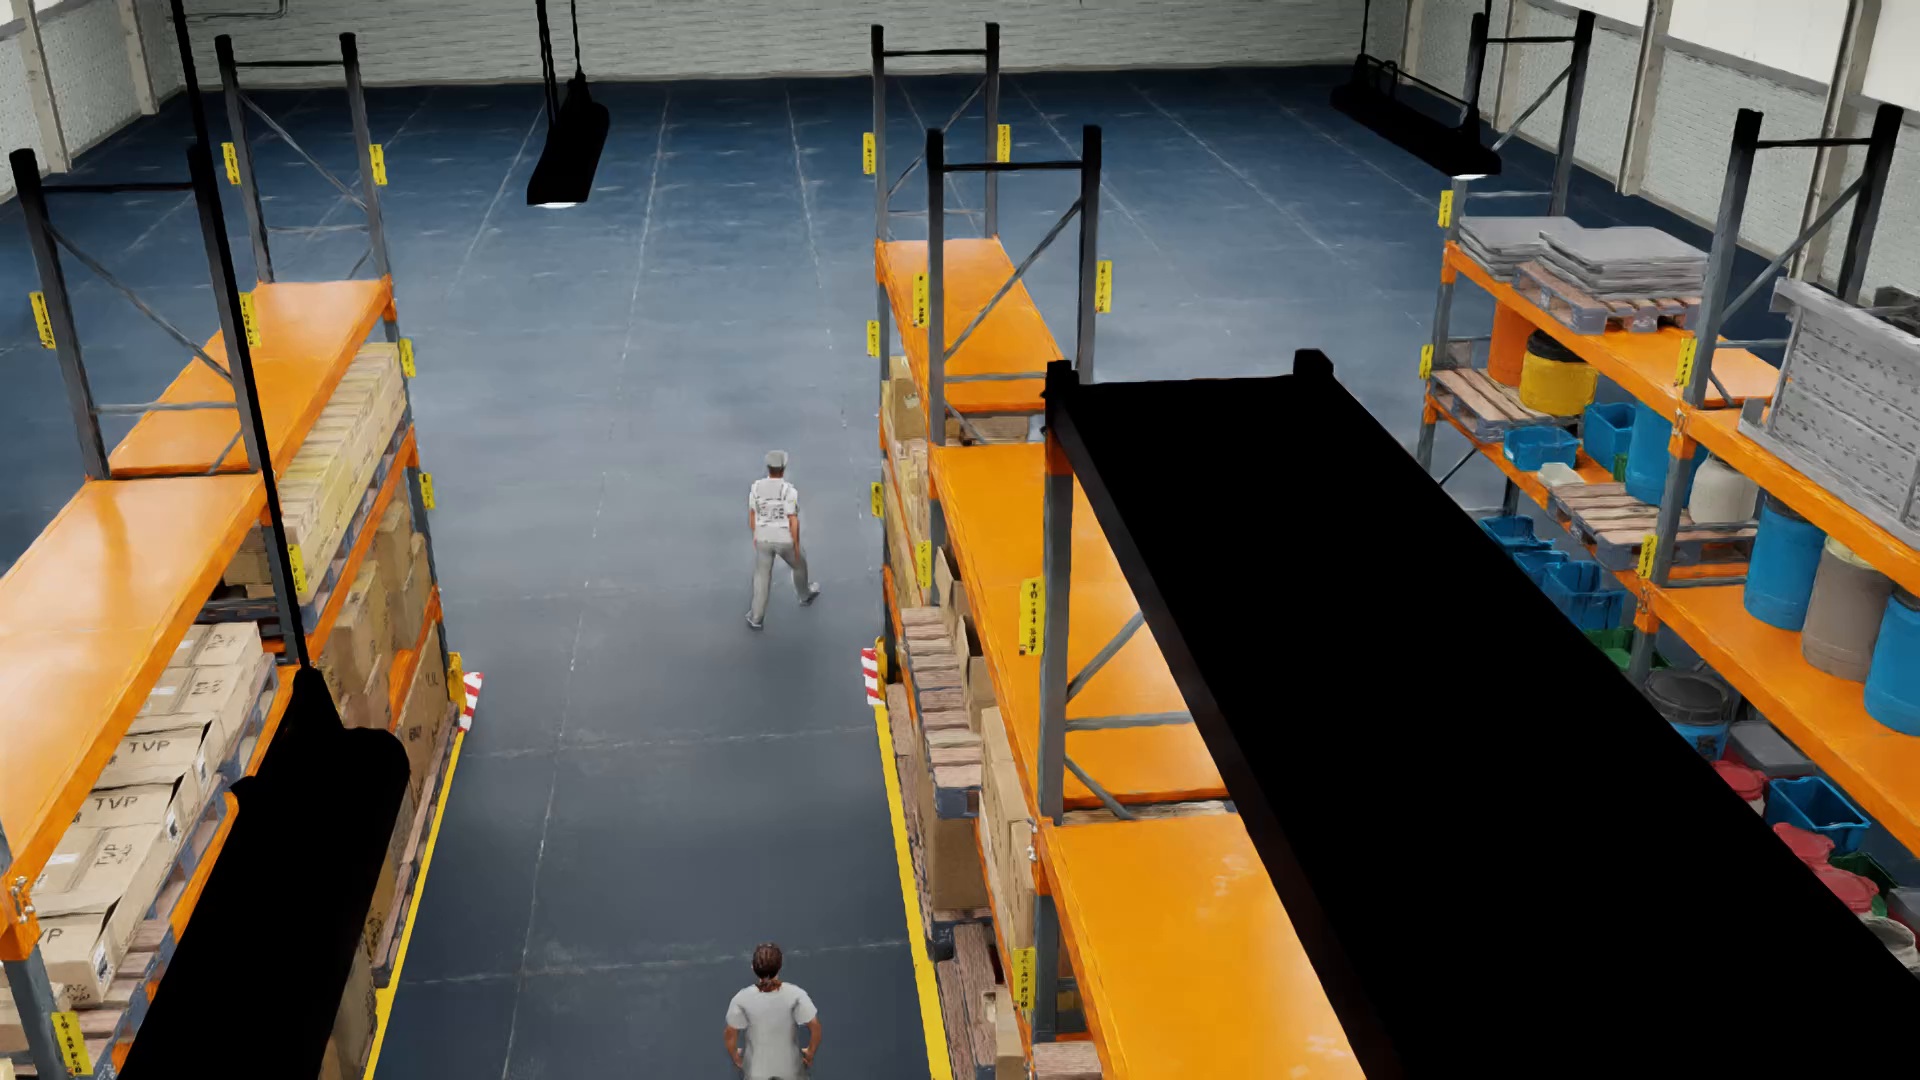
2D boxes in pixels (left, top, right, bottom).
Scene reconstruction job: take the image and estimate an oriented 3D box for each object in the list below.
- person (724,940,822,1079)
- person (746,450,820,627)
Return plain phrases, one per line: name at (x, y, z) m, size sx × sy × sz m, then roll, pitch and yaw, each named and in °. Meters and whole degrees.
person at (-1.113, 3.166, 10.005) m, size 0.580 × 1.619 × 0.507 m, roll -4°, pitch 26°, yaw -8°
person at (-1.822, -0.049, 16.621) m, size 0.583 × 1.711 × 0.954 m, roll 7°, pitch 26°, yaw 15°
